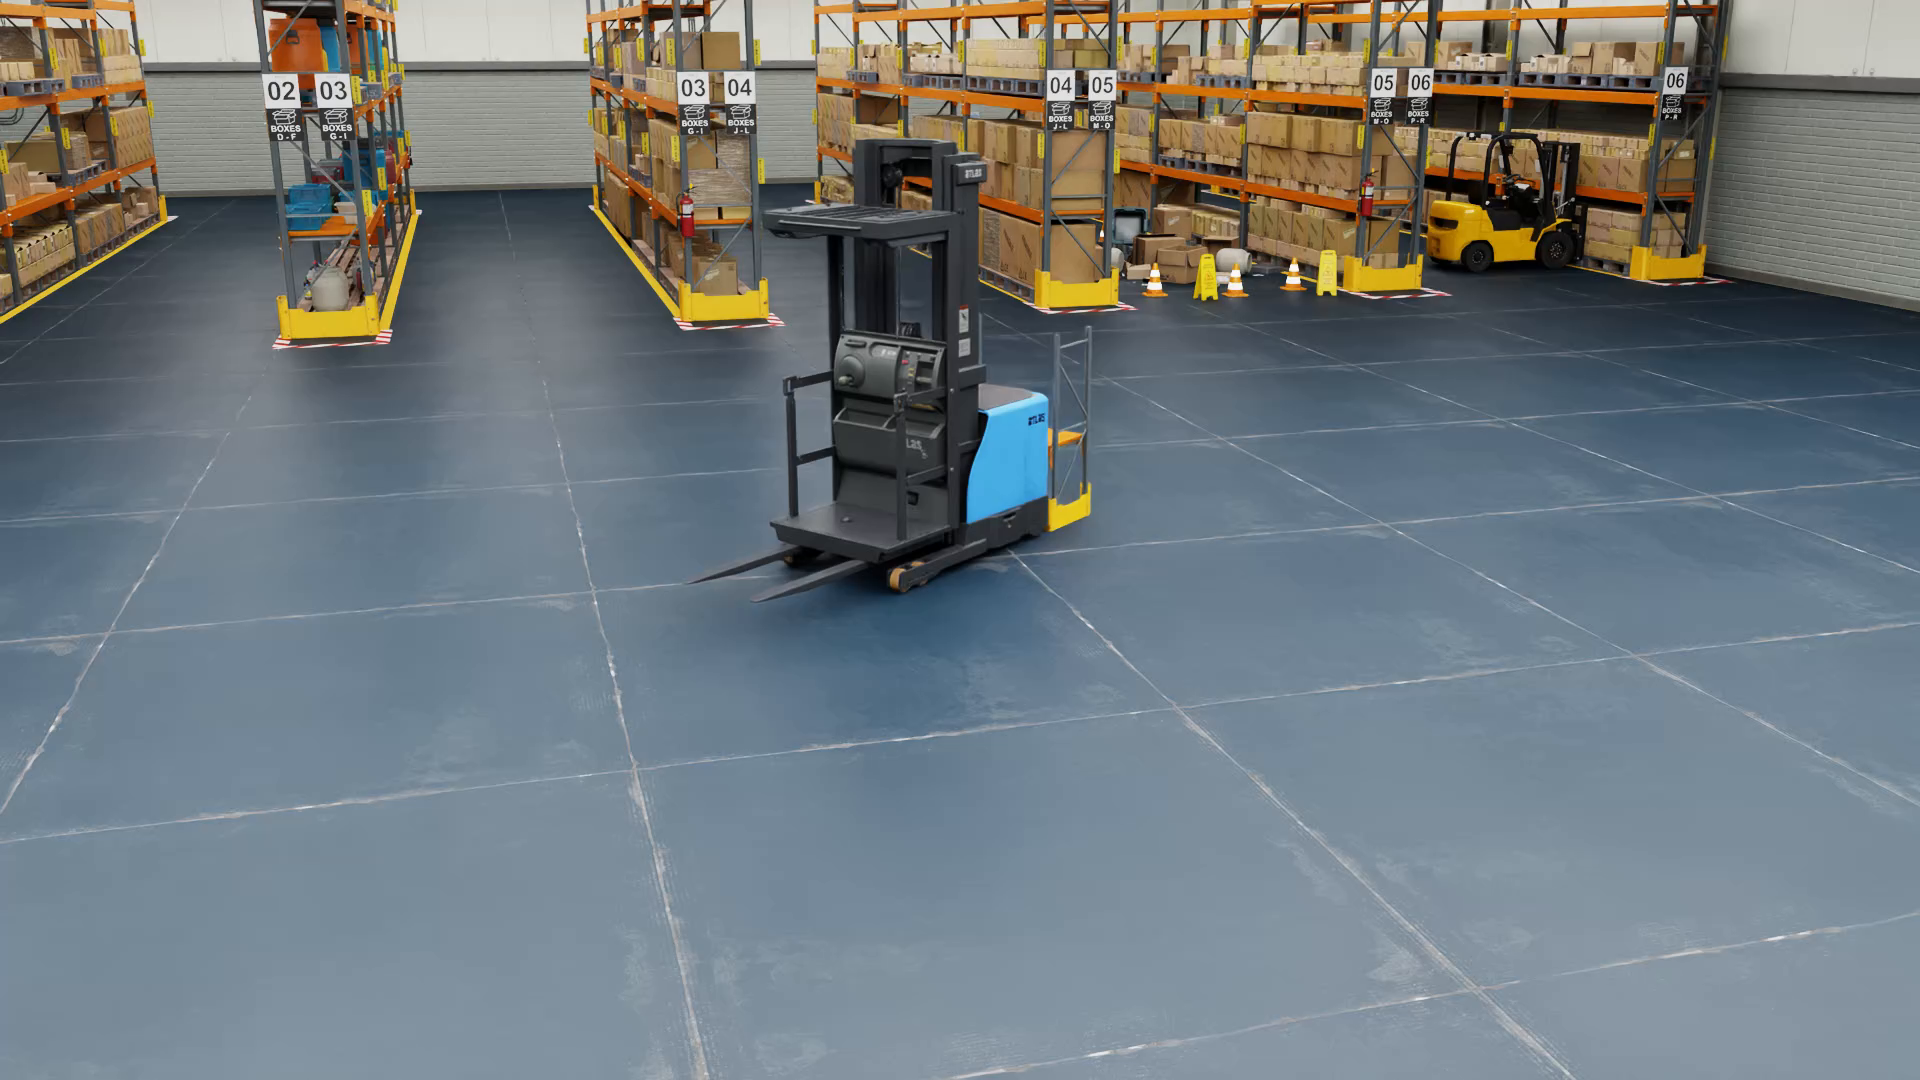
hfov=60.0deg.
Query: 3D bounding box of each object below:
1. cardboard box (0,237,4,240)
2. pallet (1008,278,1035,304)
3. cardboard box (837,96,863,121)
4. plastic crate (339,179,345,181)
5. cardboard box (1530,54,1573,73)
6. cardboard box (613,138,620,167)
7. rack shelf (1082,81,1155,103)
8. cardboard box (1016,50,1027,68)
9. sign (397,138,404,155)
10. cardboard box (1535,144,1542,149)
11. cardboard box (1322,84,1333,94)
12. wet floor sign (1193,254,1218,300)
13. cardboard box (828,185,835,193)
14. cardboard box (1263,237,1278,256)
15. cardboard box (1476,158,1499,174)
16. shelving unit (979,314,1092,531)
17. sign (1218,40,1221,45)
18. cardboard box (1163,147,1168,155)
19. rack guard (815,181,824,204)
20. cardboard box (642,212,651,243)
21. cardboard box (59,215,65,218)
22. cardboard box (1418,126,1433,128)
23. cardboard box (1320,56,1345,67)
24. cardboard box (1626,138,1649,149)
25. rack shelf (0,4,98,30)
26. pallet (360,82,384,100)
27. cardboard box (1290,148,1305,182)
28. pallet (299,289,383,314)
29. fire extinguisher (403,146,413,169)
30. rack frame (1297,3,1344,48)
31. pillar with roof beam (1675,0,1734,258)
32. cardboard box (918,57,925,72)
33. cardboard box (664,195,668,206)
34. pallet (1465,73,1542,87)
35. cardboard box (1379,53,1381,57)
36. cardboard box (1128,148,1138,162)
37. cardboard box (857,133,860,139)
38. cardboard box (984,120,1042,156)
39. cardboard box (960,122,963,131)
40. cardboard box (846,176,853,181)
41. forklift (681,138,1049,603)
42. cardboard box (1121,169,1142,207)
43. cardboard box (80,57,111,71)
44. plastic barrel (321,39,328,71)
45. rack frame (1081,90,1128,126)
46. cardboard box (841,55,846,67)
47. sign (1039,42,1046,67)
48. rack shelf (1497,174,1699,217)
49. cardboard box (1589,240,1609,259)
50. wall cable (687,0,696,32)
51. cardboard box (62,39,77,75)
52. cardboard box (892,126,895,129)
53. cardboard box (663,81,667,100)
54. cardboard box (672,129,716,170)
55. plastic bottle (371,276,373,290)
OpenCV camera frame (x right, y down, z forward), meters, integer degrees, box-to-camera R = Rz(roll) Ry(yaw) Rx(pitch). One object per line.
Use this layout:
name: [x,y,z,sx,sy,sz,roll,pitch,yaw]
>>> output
cardboard box: [-14.586,-4.402,24.969,0.500,0.311,0.500,-5,17,-16]
pallet: [1.347,-3.659,24.265,1.003,0.211,1.213,-5,17,-15]
cardboard box: [-2.320,-9.162,35.309,0.500,0.500,0.500,-4,17,-14]
plastic crate: [-9.767,-5.488,25.875,0.450,0.188,0.662,-5,17,-15]
cardboard box: [10.040,-8.092,28.214,0.500,0.311,0.500,-4,17,-14]
cardboard box: [-6.291,-7.358,31.559,0.500,0.500,0.500,-5,17,-17]
rack shelf: [3.625,-9.057,33.425,1.077,0.370,4.000,-5,17,-15]
cardboard box: [1.102,-6.787,23.459,0.500,0.250,0.500,-5,17,-15]
sign: [-10.686,-7.518,31.786,0.100,0.325,0.005,-5,17,-15]
cardboard box: [10.048,-6.732,28.349,0.380,0.149,0.250,-4,17,-14]
cardboard box: [5.746,-6.874,25.346,0.380,0.149,0.250,-5,17,-16]
wet floor sign: [3.553,-3.800,23.981,0.267,0.644,0.232,-8,18,-25]
cardboard box: [-2.719,-7.797,36.905,0.380,0.149,0.250,-4,17,-14]
cardboard box: [5.334,-4.858,27.460,0.500,0.250,0.500,-4,17,-12]
cardboard box: [9.656,-6.745,29.954,0.500,0.250,0.500,-4,17,-14]
shelving unit: [0.427,-0.942,12.983,1.083,1.500,0.587,11,20,33]
sign: [6.226,-11.830,39.887,0.100,0.325,0.005,-5,17,-15]
cardboard box: [4.085,-7.388,31.538,0.380,0.149,0.250,-6,18,-18]
rack guard: [-2.735,-7.987,38.171,1.175,0.500,0.348,-5,17,-15]
cardboard box: [-5.150,-5.458,28.987,0.700,0.500,0.500,-6,18,-18]
cardboard box: [-15.504,-5.243,28.271,0.500,0.500,0.500,-5,18,-17]
cardboard box: [9.230,-8.089,32.867,0.380,0.149,0.250,-4,17,-13]
cardboard box: [5.748,-7.327,25.468,0.380,0.149,0.250,-5,17,-17]
cardboard box: [10.746,-6.241,26.197,0.380,0.149,0.250,-5,17,-15]
rack shelf: [-15.429,-8.736,27.838,1.077,0.370,4.000,-5,17,-15]
pallet: [-8.724,-6.284,23.272,1.213,0.211,1.003,-5,17,-15]
cardboard box: [5.571,-5.936,26.310,0.500,0.500,0.500,-4,17,-15]
pallet: [-8.533,-3.267,22.962,1.003,0.211,1.213,-5,17,-15]
fire extinguisher: [-11.919,-8.311,35.689,0.296,0.674,0.183,-5,17,-15]
rack frame: [7.847,-11.784,36.041,1.000,3.000,0.127,-5,17,-15]
pillar with roof beam: [7.681,-8.389,24.736,9.100,9.000,0.400,-5,17,-15]
cardboard box: [-0.432,-8.250,28.844,0.500,0.250,0.500,-4,17,-14]
cardboard box: [-4.059,-4.904,24.000,0.380,0.149,0.250,-5,17,-15]
pallet: [9.791,-8.286,29.942,0.805,0.209,1.217,-5,18,-17]
cardboard box: [8.597,-9.656,33.219,0.380,0.149,0.250,-5,18,-17]
cardboard box: [3.631,-7.599,32.796,0.500,0.250,0.500,-4,17,-14]
cardboard box: [-1.846,-8.033,33.172,0.380,0.149,0.250,-4,17,-14]
cardboard box: [0.874,-6.227,25.830,0.875,0.550,0.550,-5,17,-15]
cardboard box: [0.400,-6.549,27.129,0.700,0.500,0.500,-5,17,-16]
cardboard box: [-2.353,-8.125,37.479,0.380,0.149,0.250,-4,17,-14]
forklift: [-0.624,-1.207,11.377,1.130,2.935,3.031,12,21,36]
cardboard box: [3.824,-7.040,33.636,0.875,0.875,0.875,-4,17,-15]
cardboard box: [-15.874,-8.710,30.413,0.500,0.250,0.500,-5,17,-15]
plastic barrel: [-8.353,-6.057,21.129,0.600,0.588,0.600,0,17,0]
rack frame: [3.075,-8.518,35.594,1.000,3.000,0.127,-5,17,-15]
cardboard box: [-2.159,-9.955,34.557,0.500,0.250,0.500,-5,18,-18]
sign: [1.116,-6.563,22.471,0.100,0.325,0.005,-5,17,-15]
rack shelf: [10.595,-5.801,27.799,1.077,0.370,4.000,-5,17,-15]
cardboard box: [10.584,-4.719,26.999,0.500,0.250,0.500,-5,17,-15]
wall cable: [-5.792,-15.091,41.458,2.277,5.999,0.120,-5,17,-15]
cardboard box: [-15.706,-8.357,28.769,0.600,0.600,0.600,-5,17,-16]
cardboard box: [-1.142,-8.150,33.043,0.380,0.149,0.250,-5,17,-15]
cardboard box: [-3.805,-6.173,22.836,0.500,0.250,0.500,-4,17,-14]
cardboard box: [-3.544,-5.217,22.176,0.500,0.500,0.500,-5,17,-15]
plastic bottle: [-8.293,-3.632,23.307,0.097,0.271,0.097,0,17,0]
